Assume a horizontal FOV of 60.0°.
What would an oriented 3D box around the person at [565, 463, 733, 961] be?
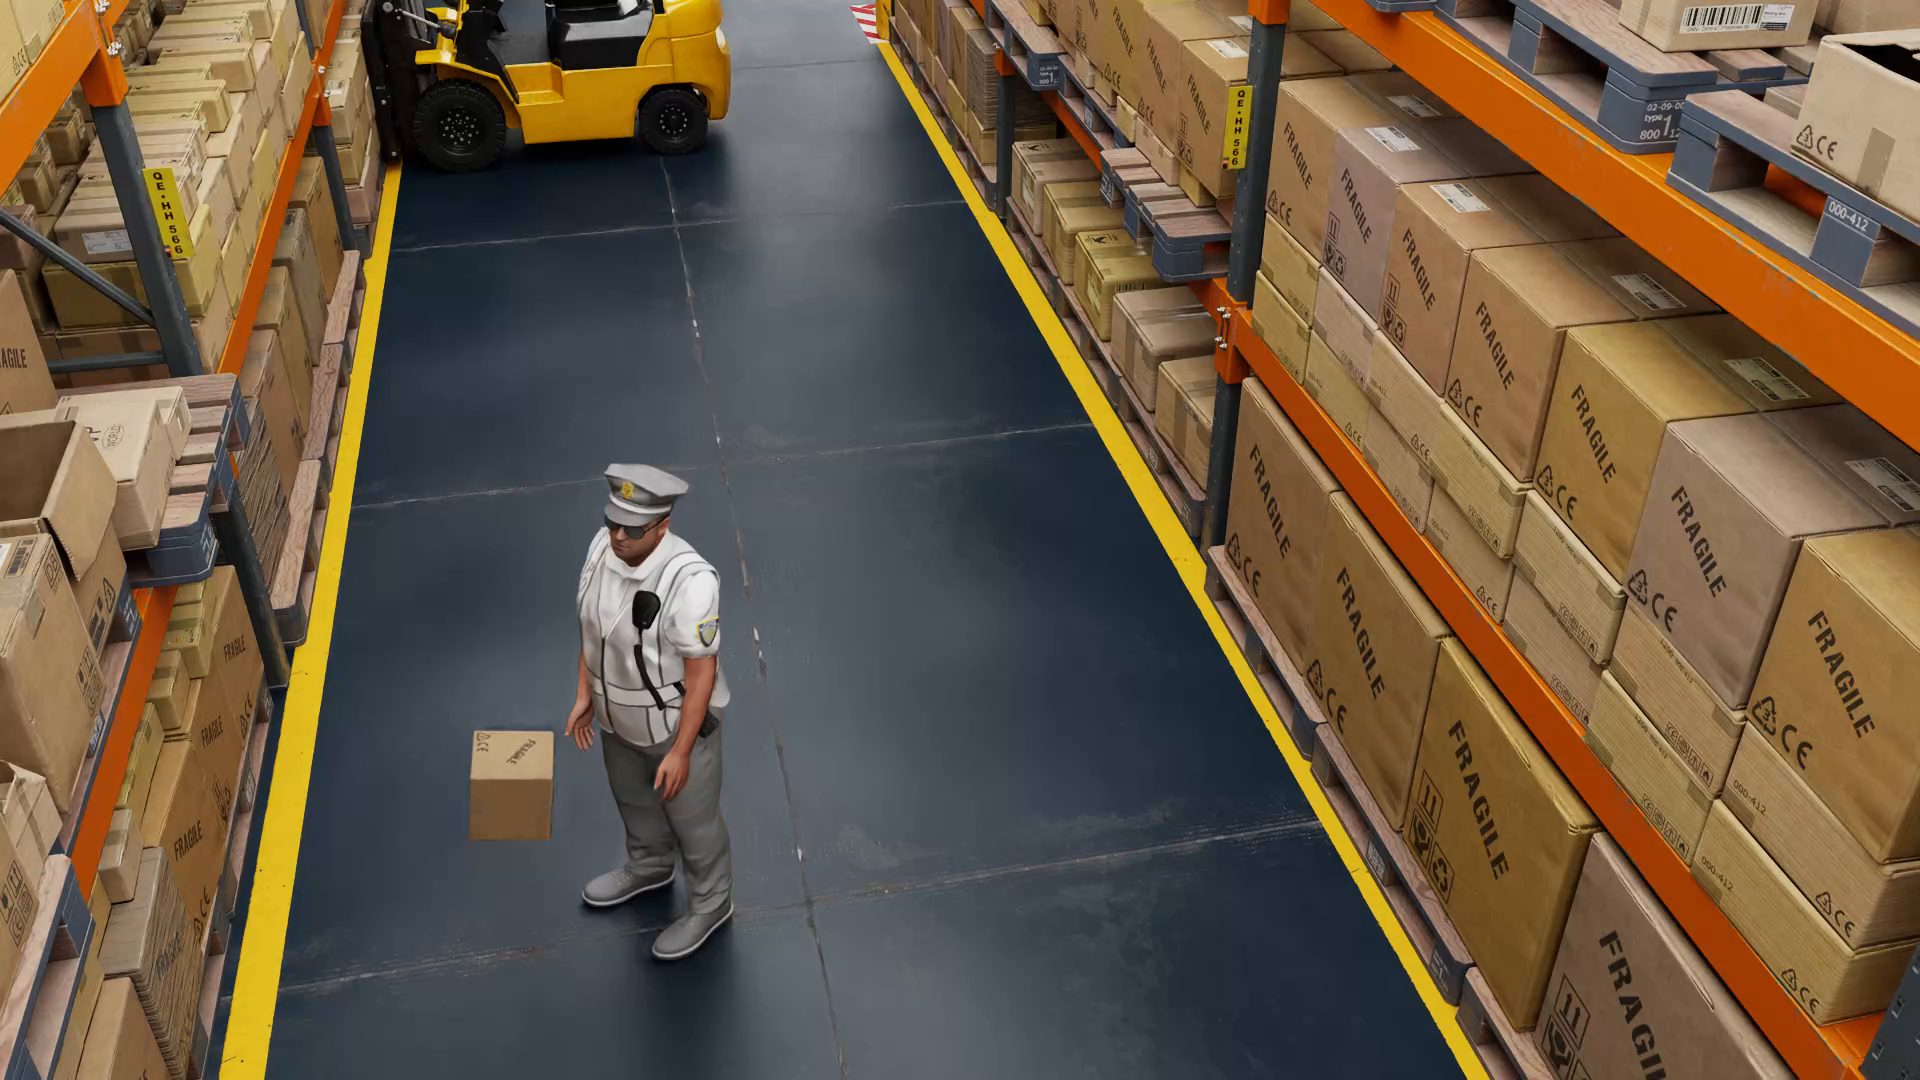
[{"bbox_3d":[-0.991,0.542,5.285,0.596,1.786,0.427,24,41,31],"label":"person"}]
